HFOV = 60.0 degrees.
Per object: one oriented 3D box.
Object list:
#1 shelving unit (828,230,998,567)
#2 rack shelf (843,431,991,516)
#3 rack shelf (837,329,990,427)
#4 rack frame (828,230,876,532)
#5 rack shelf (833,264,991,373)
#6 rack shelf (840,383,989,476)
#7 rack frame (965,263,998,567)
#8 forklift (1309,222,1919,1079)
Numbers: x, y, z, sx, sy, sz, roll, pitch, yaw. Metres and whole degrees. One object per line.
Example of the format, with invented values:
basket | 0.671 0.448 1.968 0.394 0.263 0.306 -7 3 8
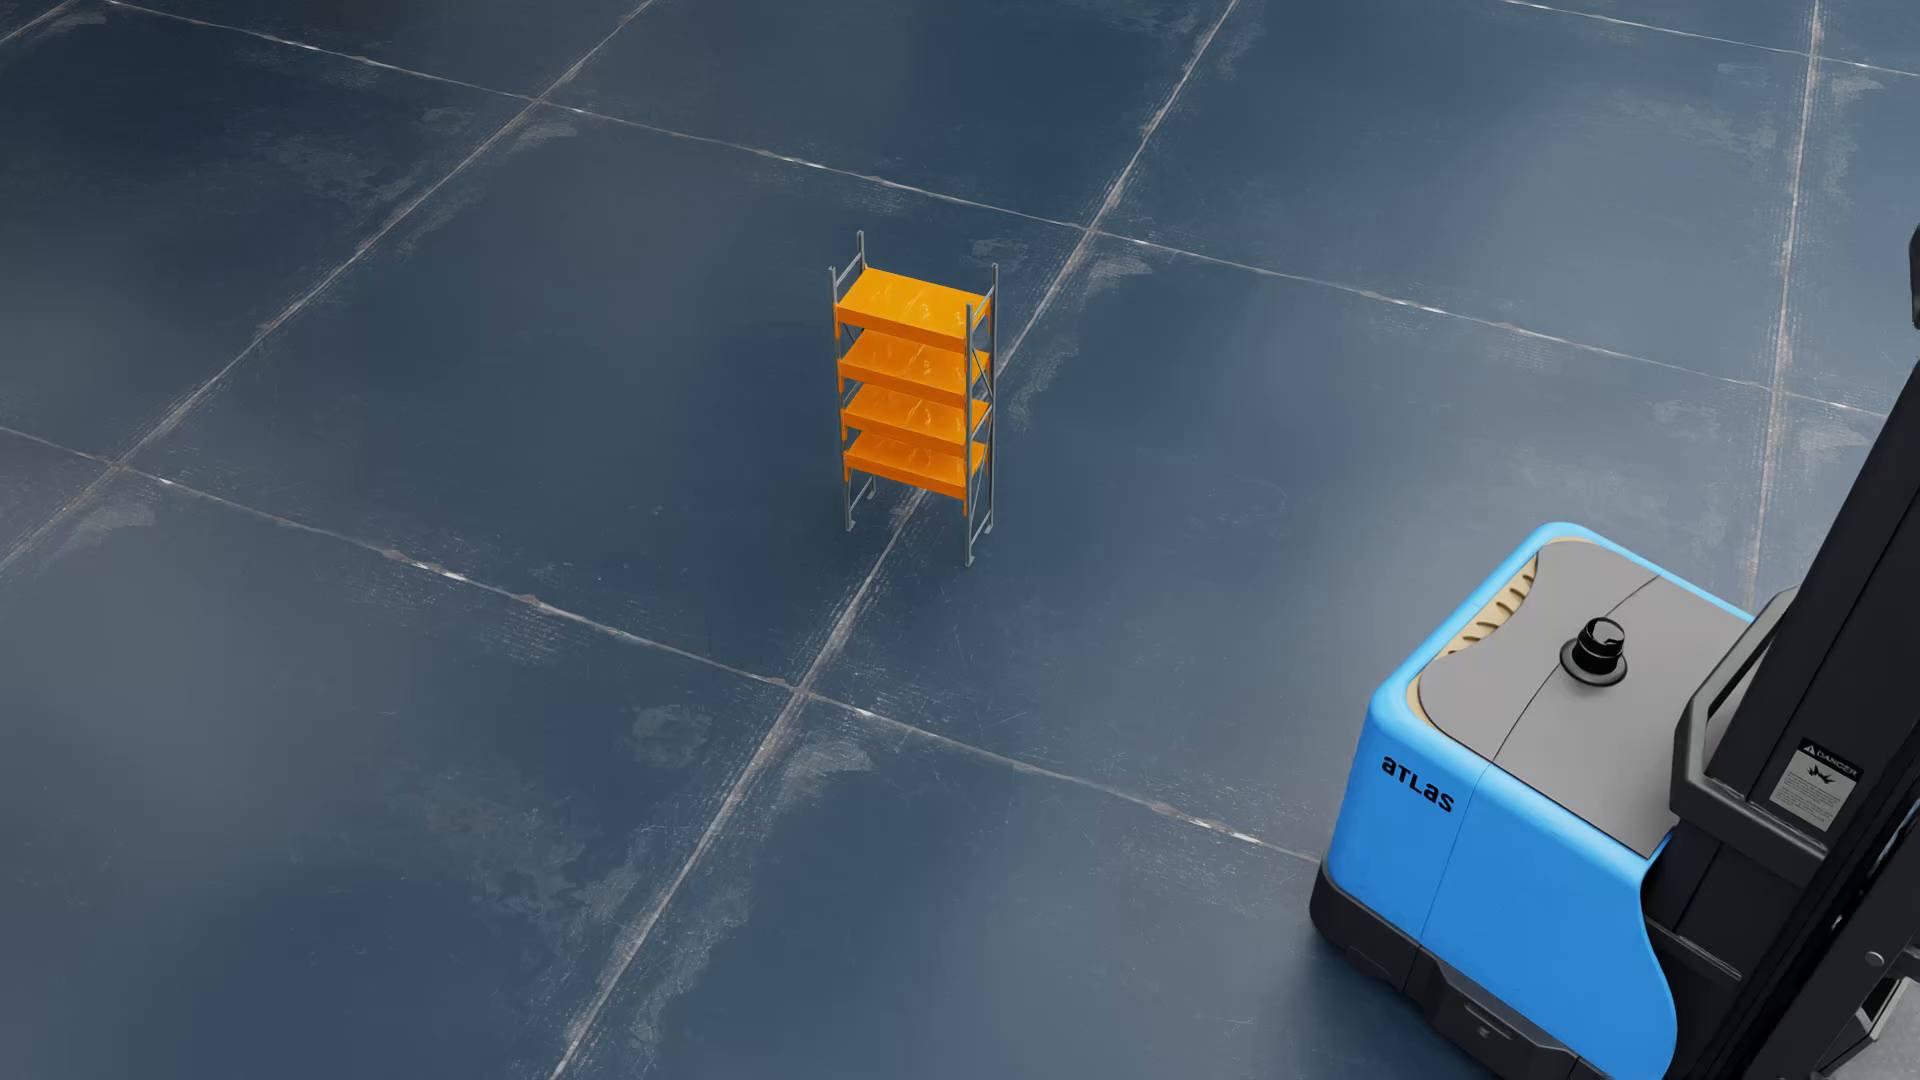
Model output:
shelving unit | -0.153 -0.470 5.872 0.503 1.200 0.258 16 47 16
rack shelf | -0.153 -0.282 6.059 0.480 0.148 0.258 16 47 16
rack shelf | -0.153 -0.581 5.762 0.480 0.148 0.258 16 47 16
rack frame | -0.378 -0.537 5.939 0.015 1.200 0.240 16 47 16
rack shelf | -0.153 -0.749 5.595 0.480 0.148 0.258 16 47 16
rack shelf | -0.153 -0.423 5.919 0.480 0.148 0.258 16 47 16
rack frame | 0.072 -0.404 5.805 0.015 1.200 0.240 16 47 16
forklift | 2.472 0.605 3.564 3.031 2.935 1.130 34 54 29
